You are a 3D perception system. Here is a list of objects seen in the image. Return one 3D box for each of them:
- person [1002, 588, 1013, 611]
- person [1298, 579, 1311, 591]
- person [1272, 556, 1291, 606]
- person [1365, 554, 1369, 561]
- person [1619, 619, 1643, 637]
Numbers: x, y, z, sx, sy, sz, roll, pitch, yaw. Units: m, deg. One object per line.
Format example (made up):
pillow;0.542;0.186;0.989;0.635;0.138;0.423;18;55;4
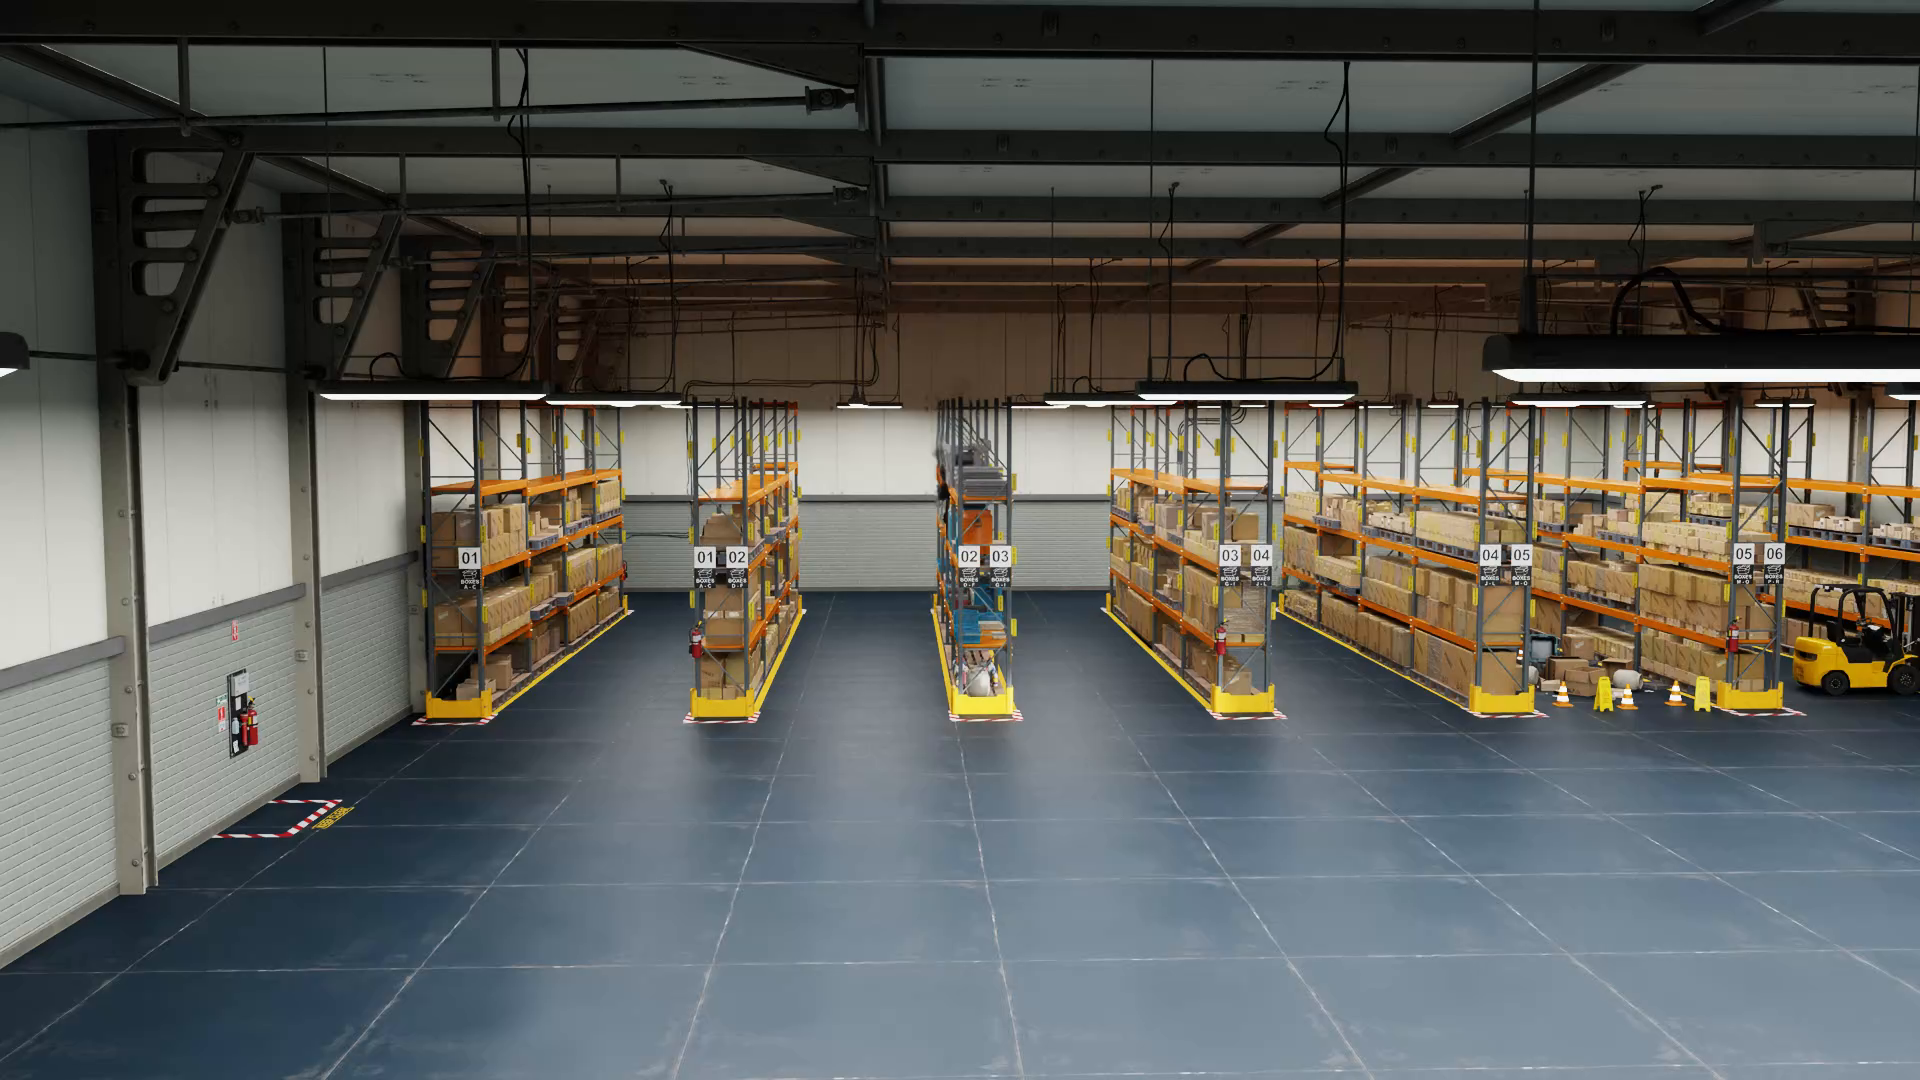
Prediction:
person;1.126;1.232;47.935;0.718;1.651;0.604;3;5;36
person;10.202;1.115;49.000;0.793;1.708;0.617;-1;4;-7
person;9.571;1.057;48.996;0.891;1.757;0.656;-2;5;-27
person;11.296;1.260;46.478;0.643;1.732;0.603;0;4;-6
person;16.589;1.734;41.073;0.564;1.716;0.836;-1;4;-8
